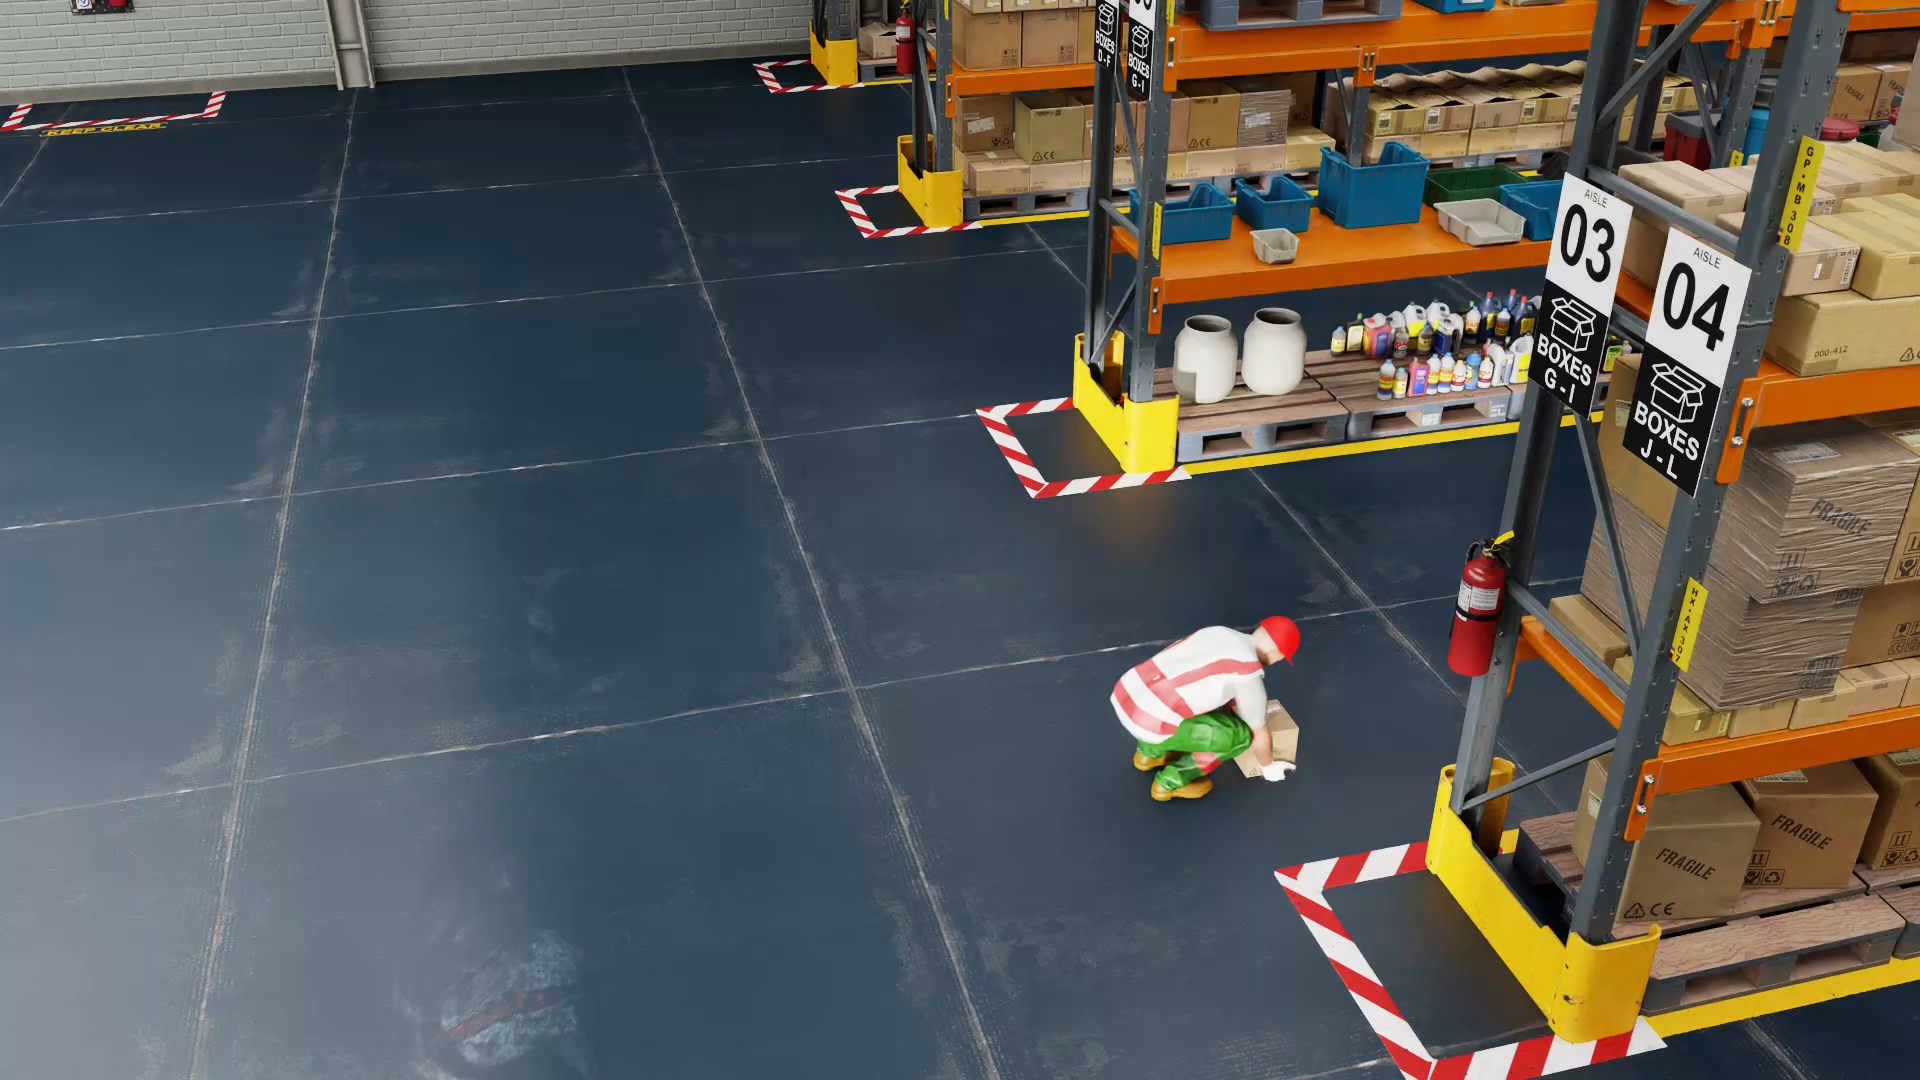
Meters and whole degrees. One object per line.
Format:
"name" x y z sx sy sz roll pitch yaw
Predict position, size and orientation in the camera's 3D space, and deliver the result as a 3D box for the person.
"person" 1.173 0.815 7.903 0.929 0.866 0.542 -8 31 -14
